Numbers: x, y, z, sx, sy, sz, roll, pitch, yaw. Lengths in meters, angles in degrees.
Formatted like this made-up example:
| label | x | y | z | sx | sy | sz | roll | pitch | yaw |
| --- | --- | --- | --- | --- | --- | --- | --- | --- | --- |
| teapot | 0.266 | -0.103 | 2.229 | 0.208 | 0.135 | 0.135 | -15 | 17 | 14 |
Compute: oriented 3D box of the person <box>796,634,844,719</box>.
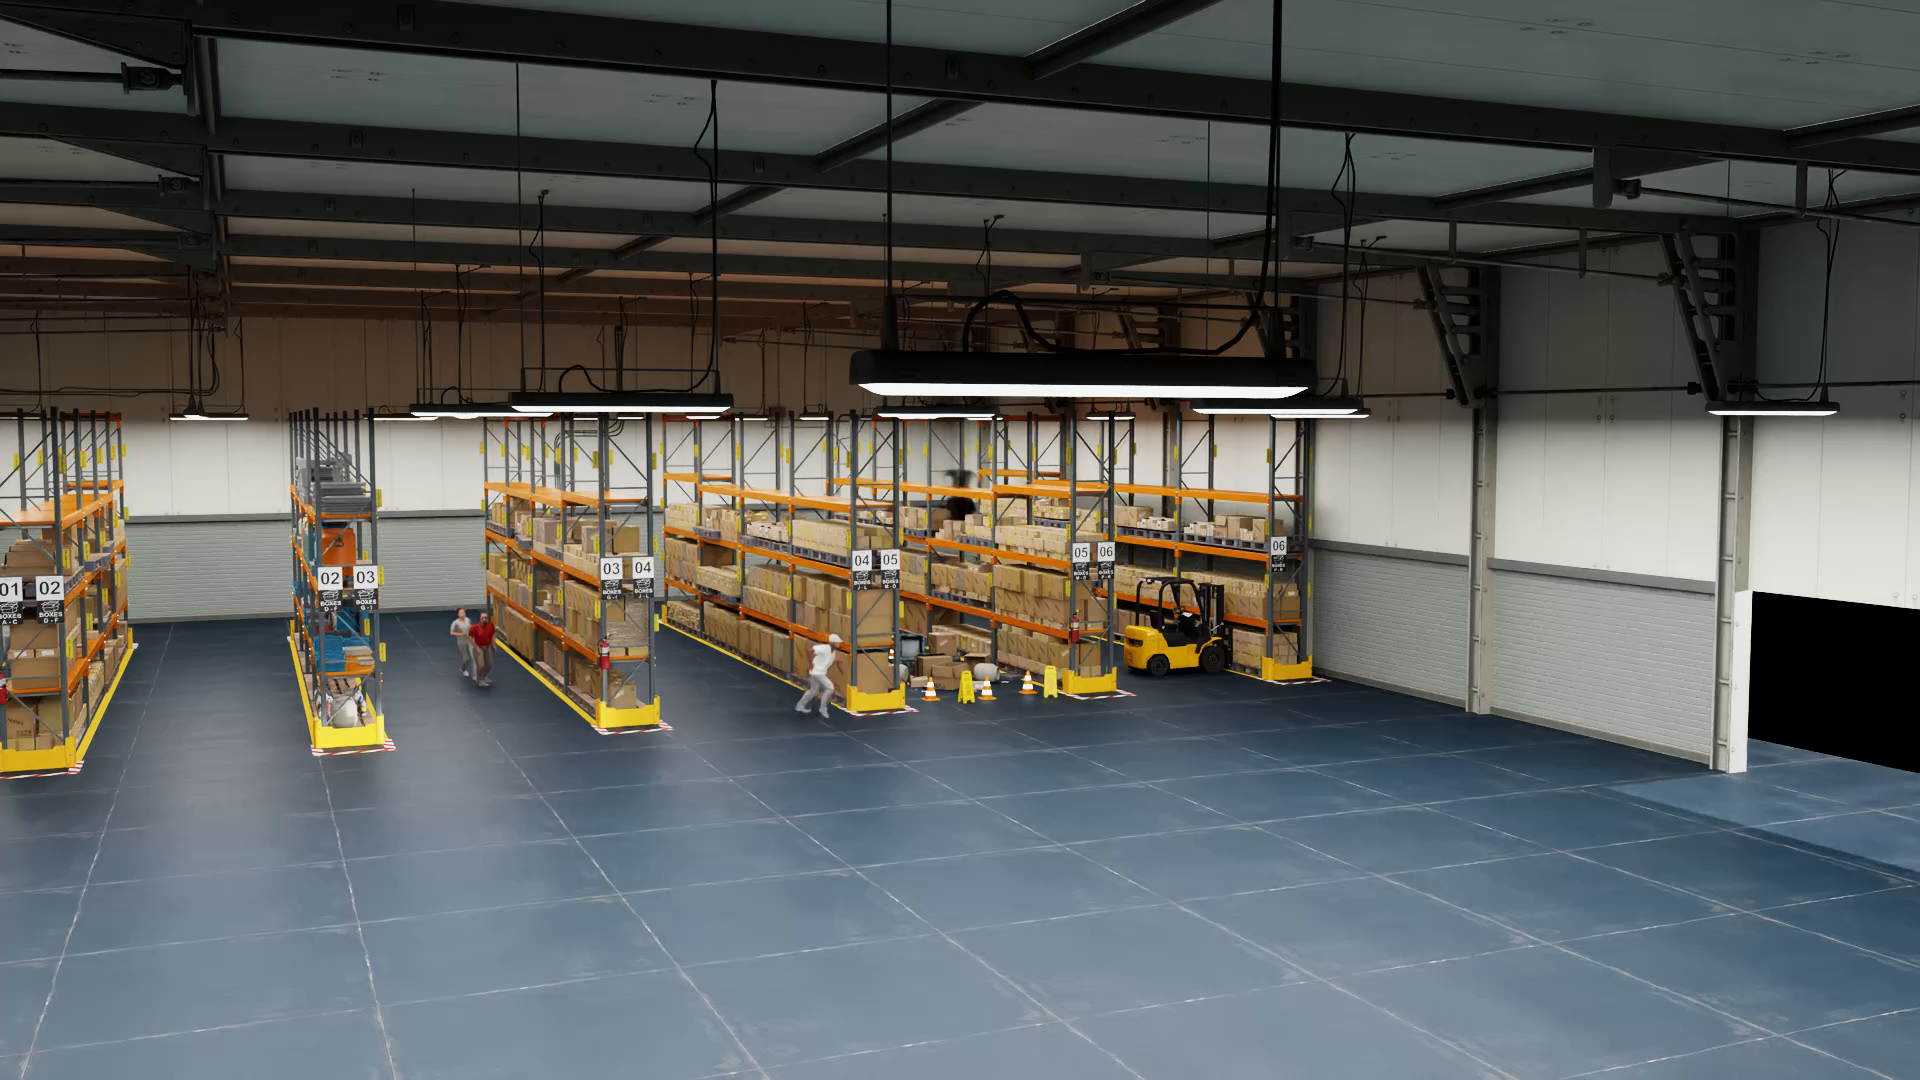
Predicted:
| label | x | y | z | sx | sy | sz | roll | pitch | yaw |
| --- | --- | --- | --- | --- | --- | --- | --- | --- | --- |
| person | -2.754 | 2.661 | 32.361 | 0.998 | 1.690 | 0.746 | 1 | 4 | 18 |

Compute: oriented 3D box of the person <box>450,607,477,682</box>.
| label | x | y | z | sx | sy | sz | roll | pitch | yaw |
| --- | --- | --- | --- | --- | --- | --- | --- | --- | --- |
| person | -11.083 | 2.316 | 37.055 | 0.587 | 1.652 | 0.916 | -3 | 5 | -38 |

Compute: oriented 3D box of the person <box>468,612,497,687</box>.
| label | x | y | z | sx | sy | sz | roll | pitch | yaw |
| --- | --- | --- | --- | --- | --- | --- | --- | --- | --- |
| person | -10.435 | 2.375 | 36.218 | 0.762 | 1.666 | 0.659 | 4 | 6 | 45 |

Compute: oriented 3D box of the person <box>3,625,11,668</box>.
| label | x | y | z | sx | sy | sz | roll | pitch | yaw |
| --- | --- | --- | --- | --- | --- | --- | --- | --- | --- |
| person | -21.897 | 2.207 | 37.900 | 0.680 | 1.724 | 0.648 | -1 | 4 | -17 |
